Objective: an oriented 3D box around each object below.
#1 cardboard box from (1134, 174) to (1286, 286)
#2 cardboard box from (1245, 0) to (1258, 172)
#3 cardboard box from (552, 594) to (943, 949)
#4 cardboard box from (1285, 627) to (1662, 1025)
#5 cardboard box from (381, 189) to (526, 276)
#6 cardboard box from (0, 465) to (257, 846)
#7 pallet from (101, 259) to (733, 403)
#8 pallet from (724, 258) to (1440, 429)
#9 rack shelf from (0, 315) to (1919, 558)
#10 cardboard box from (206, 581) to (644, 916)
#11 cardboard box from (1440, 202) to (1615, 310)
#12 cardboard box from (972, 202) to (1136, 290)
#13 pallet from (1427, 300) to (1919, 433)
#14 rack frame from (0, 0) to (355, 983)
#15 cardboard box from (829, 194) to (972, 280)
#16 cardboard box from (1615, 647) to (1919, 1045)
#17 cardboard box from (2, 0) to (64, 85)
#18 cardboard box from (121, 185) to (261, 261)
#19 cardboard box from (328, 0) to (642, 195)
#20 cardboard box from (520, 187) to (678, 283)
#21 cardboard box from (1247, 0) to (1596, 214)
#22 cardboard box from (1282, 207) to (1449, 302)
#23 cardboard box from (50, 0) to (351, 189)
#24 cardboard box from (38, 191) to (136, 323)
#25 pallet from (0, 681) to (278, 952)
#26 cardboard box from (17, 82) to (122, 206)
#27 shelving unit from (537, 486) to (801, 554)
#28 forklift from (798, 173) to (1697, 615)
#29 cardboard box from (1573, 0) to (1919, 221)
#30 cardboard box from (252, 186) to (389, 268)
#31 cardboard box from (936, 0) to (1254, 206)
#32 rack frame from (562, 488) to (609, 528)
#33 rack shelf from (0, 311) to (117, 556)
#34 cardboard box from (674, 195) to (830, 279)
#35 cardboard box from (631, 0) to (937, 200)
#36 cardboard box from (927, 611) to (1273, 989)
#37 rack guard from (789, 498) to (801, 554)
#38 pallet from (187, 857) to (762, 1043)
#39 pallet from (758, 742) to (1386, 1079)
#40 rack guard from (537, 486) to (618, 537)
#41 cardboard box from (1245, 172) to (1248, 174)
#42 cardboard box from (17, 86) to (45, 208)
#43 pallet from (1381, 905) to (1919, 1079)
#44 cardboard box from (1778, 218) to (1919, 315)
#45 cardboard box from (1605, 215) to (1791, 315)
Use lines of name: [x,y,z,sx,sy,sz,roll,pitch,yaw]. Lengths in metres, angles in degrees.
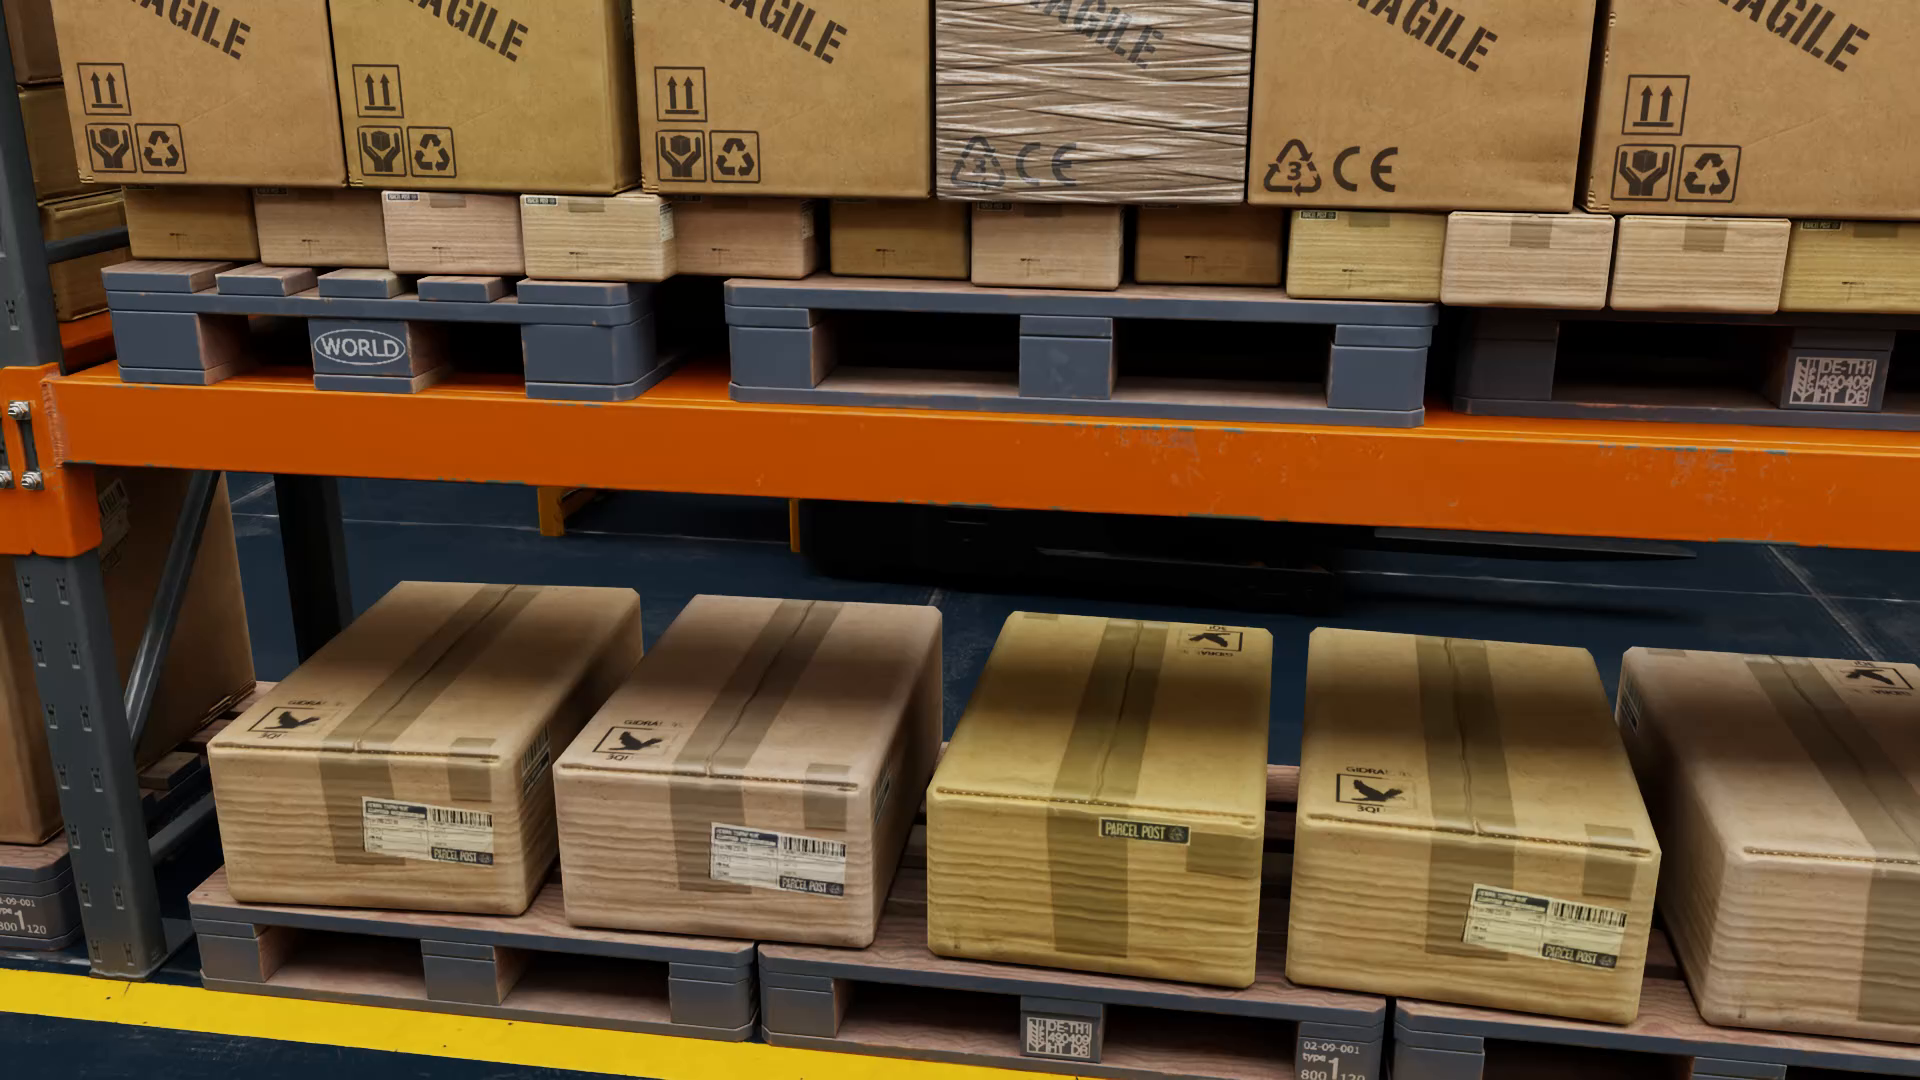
cardboard box: [0.447,-0.566,3.002,0.250,0.149,0.380,2,19,7]
cardboard box: [0.340,-1.023,3.346,0.500,0.500,0.500,2,19,6]
cardboard box: [-0.416,0.466,3.661,0.625,0.372,0.950,3,19,8]
cardboard box: [1.019,0.541,3.439,0.625,0.372,0.950,4,19,12]
cardboard box: [-0.874,-0.599,3.101,0.250,0.149,0.380,2,19,5]
cardboard box: [-2.371,0.101,3.961,0.875,0.875,0.875,3,19,8]
pallet: [-0.982,-0.553,3.532,1.003,0.211,1.213,3,19,9]
pallet: [0.259,-0.469,3.280,1.213,0.211,1.003,3,19,9]
rack shelf: [0.272,-0.205,3.322,4.000,0.370,1.077,3,19,9]
cardboard box: [-1.146,0.432,3.765,0.625,0.372,0.950,2,19,5]
cardboard box: [0.925,-0.497,2.796,0.250,0.149,0.380,3,19,9]
cardboard box: [0.177,-0.556,2.971,0.250,0.149,0.380,4,19,10]
pallet: [1.516,-0.439,3.189,1.213,0.211,1.003,3,19,9]
rack frame: [-1.702,-0.647,3.509,0.127,3.000,1.000,3,19,9]
cardboard box: [-0.070,-0.589,3.071,0.250,0.149,0.380,4,19,11]
cardboard box: [1.729,0.576,3.334,0.625,0.372,0.950,3,19,9]
cardboard box: [-2.150,-1.270,3.637,0.500,0.500,0.500,2,19,7]
cardboard box: [-1.411,-0.652,3.259,0.250,0.149,0.380,2,19,5]
cardboard box: [-0.779,-0.915,3.023,0.500,0.500,0.500,4,19,11]
cardboard box: [-0.606,-0.579,3.040,0.250,0.149,0.380,3,19,9]
cardboard box: [0.756,-0.837,2.789,0.500,0.500,0.500,4,19,11]
cardboard box: [0.690,-0.521,2.866,0.250,0.149,0.380,3,19,9]
cardboard box: [-1.295,-0.939,3.095,0.500,0.500,0.500,2,19,7]
cardboard box: [-2.145,-0.679,3.842,0.500,0.250,0.500,3,19,8]
pallet: [-2.469,0.612,4.140,1.213,0.211,1.003,3,19,9]
cardboard box: [-2.163,-0.916,3.761,0.500,0.250,0.500,3,19,8]
shelving unit: [-1.021,-0.784,6.282,1.083,1.500,0.587,4,19,11]
forklift: [0.996,-1.325,5.644,3.031,2.935,1.130,4,19,11]
cardboard box: [1.265,-0.809,2.705,0.500,0.500,0.500,3,19,9]
cardboard box: [-1.137,-0.627,3.185,0.250,0.149,0.380,2,19,5]
cardboard box: [0.239,-0.863,2.867,0.500,0.500,0.500,2,19,7]
rack frame: [-1.510,-0.816,6.377,0.032,1.500,0.500,4,19,11]
rack shelf: [-3.677,-0.406,3.924,4.000,0.370,1.077,3,19,9]
cardboard box: [-0.355,-0.591,3.077,0.250,0.149,0.380,4,19,12]
cardboard box: [-0.254,-0.891,2.949,0.500,0.500,0.500,3,19,10]
cardboard box: [0.332,0.506,3.542,0.625,0.372,0.950,4,19,10]
rack guard: [-0.533,-0.159,6.385,0.087,0.250,0.587,4,19,11]
pallet: [-0.931,0.715,3.832,1.213,0.211,1.003,3,19,9]
pallet: [0.270,0.778,3.647,1.213,0.211,1.003,3,19,9]
rack guard: [-1.509,-0.223,6.575,0.087,0.250,0.587,4,19,11]
cardboard box: [0.469,-0.727,3.481,0.250,0.149,0.380,4,19,11]
cardboard box: [-2.221,-0.758,3.288,0.500,0.250,0.500,3,19,8]
pallet: [1.478,0.838,3.465,1.213,0.211,1.003,3,19,9]
cardboard box: [1.438,-0.484,2.756,0.250,0.149,0.380,2,19,7]
cardboard box: [1.178,-0.485,2.761,0.250,0.149,0.380,3,19,8]
